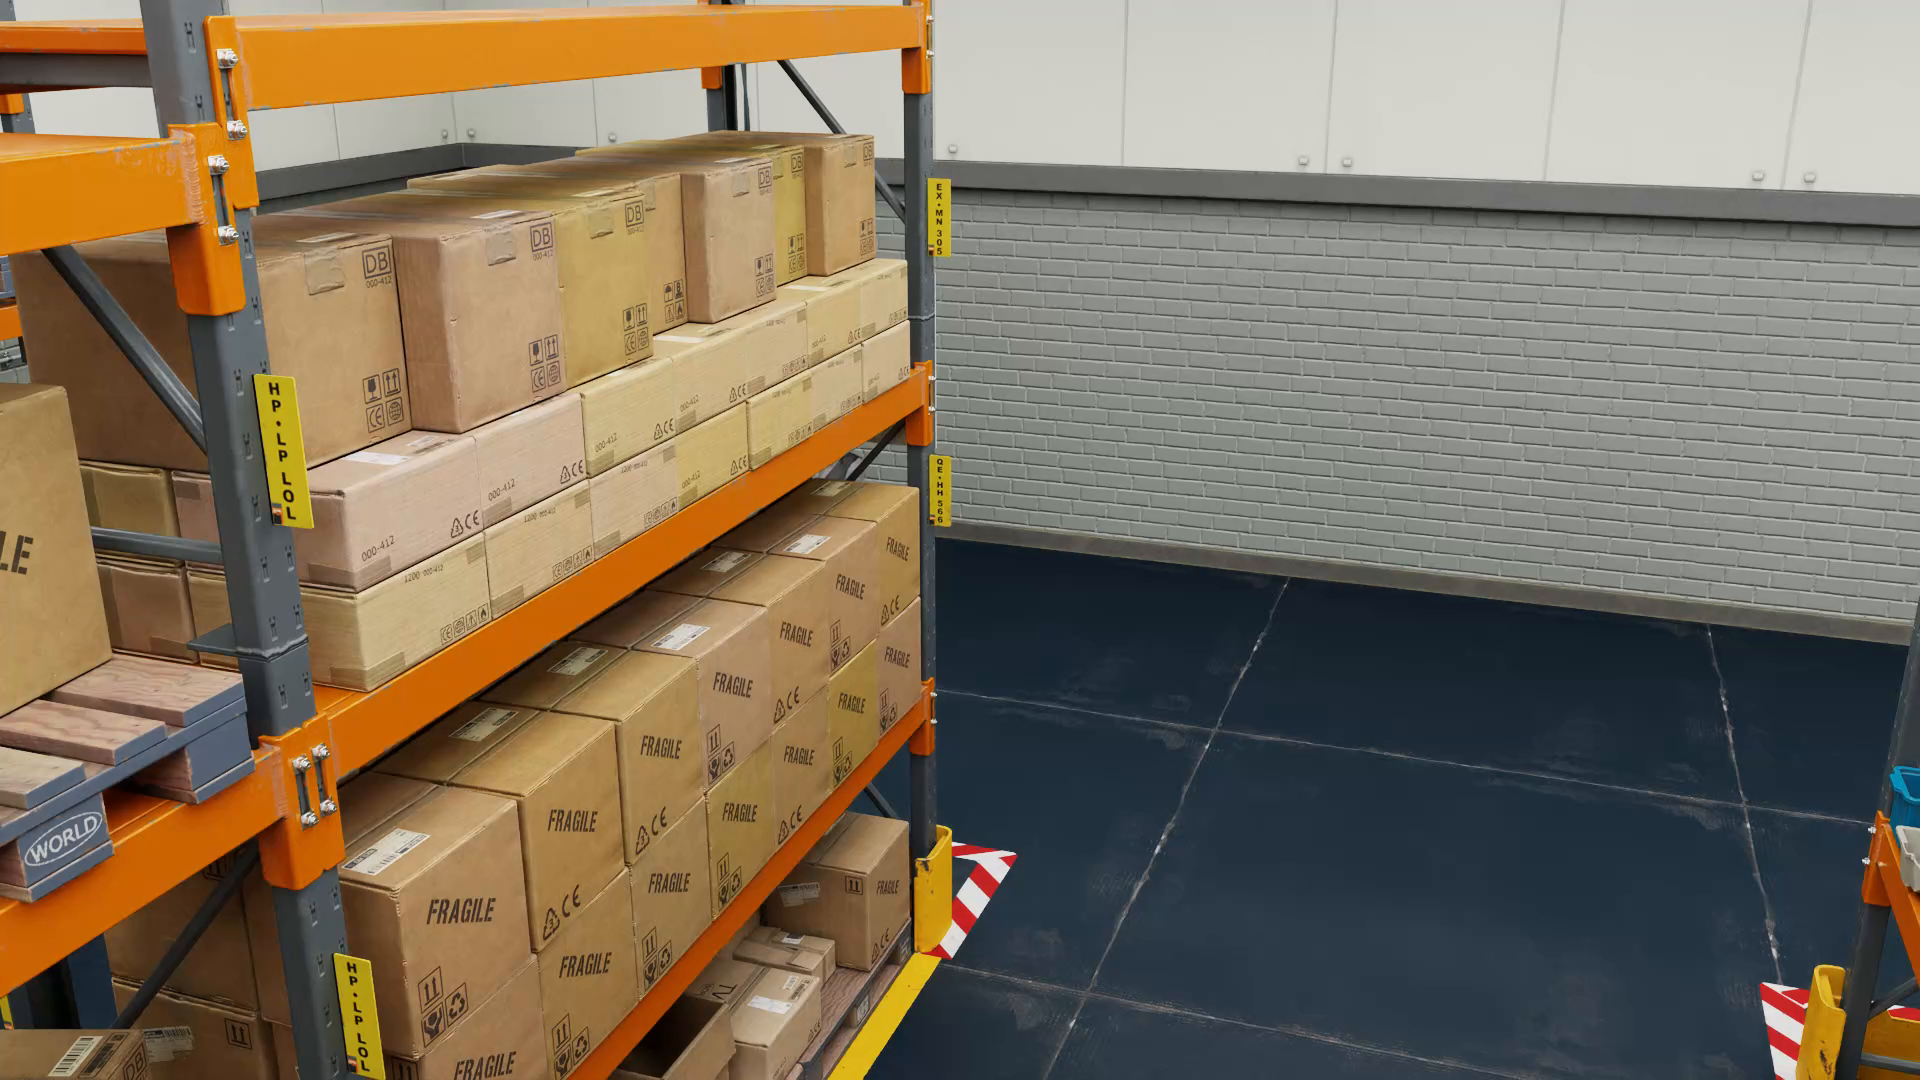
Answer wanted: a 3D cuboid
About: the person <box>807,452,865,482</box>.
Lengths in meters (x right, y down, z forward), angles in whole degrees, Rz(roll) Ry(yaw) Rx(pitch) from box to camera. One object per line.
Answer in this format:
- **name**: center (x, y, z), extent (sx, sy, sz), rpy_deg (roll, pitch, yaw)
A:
- **person**: center (-0.897, 0.040, 10.994), extent (0.494, 1.713, 0.556), rpy_deg (7, 20, 19)
